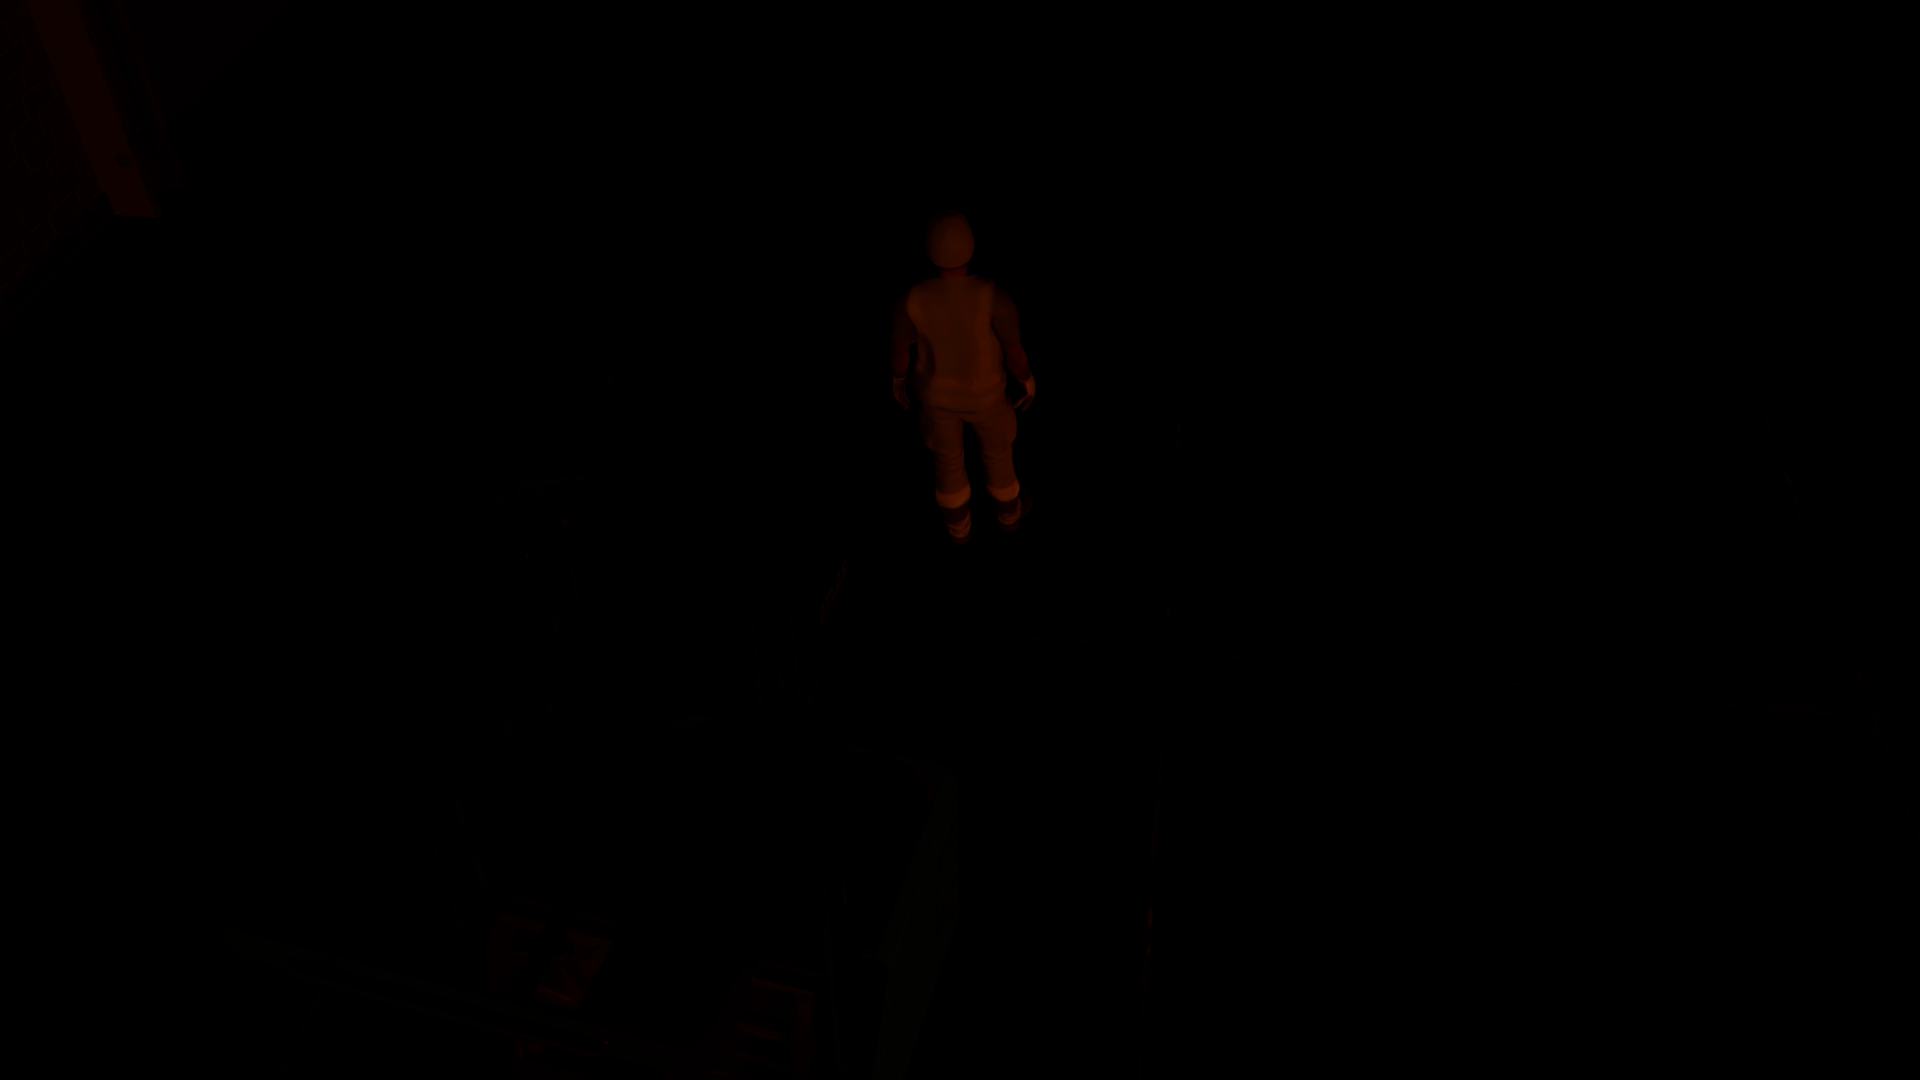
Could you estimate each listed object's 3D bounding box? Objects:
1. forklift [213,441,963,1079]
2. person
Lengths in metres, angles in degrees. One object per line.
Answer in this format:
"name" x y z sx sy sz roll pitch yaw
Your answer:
"forklift" -0.886 1.329 4.277 1.130 2.935 3.031 11 44 12
"person" 0.023 -0.717 7.338 0.637 1.787 0.564 5 43 6
